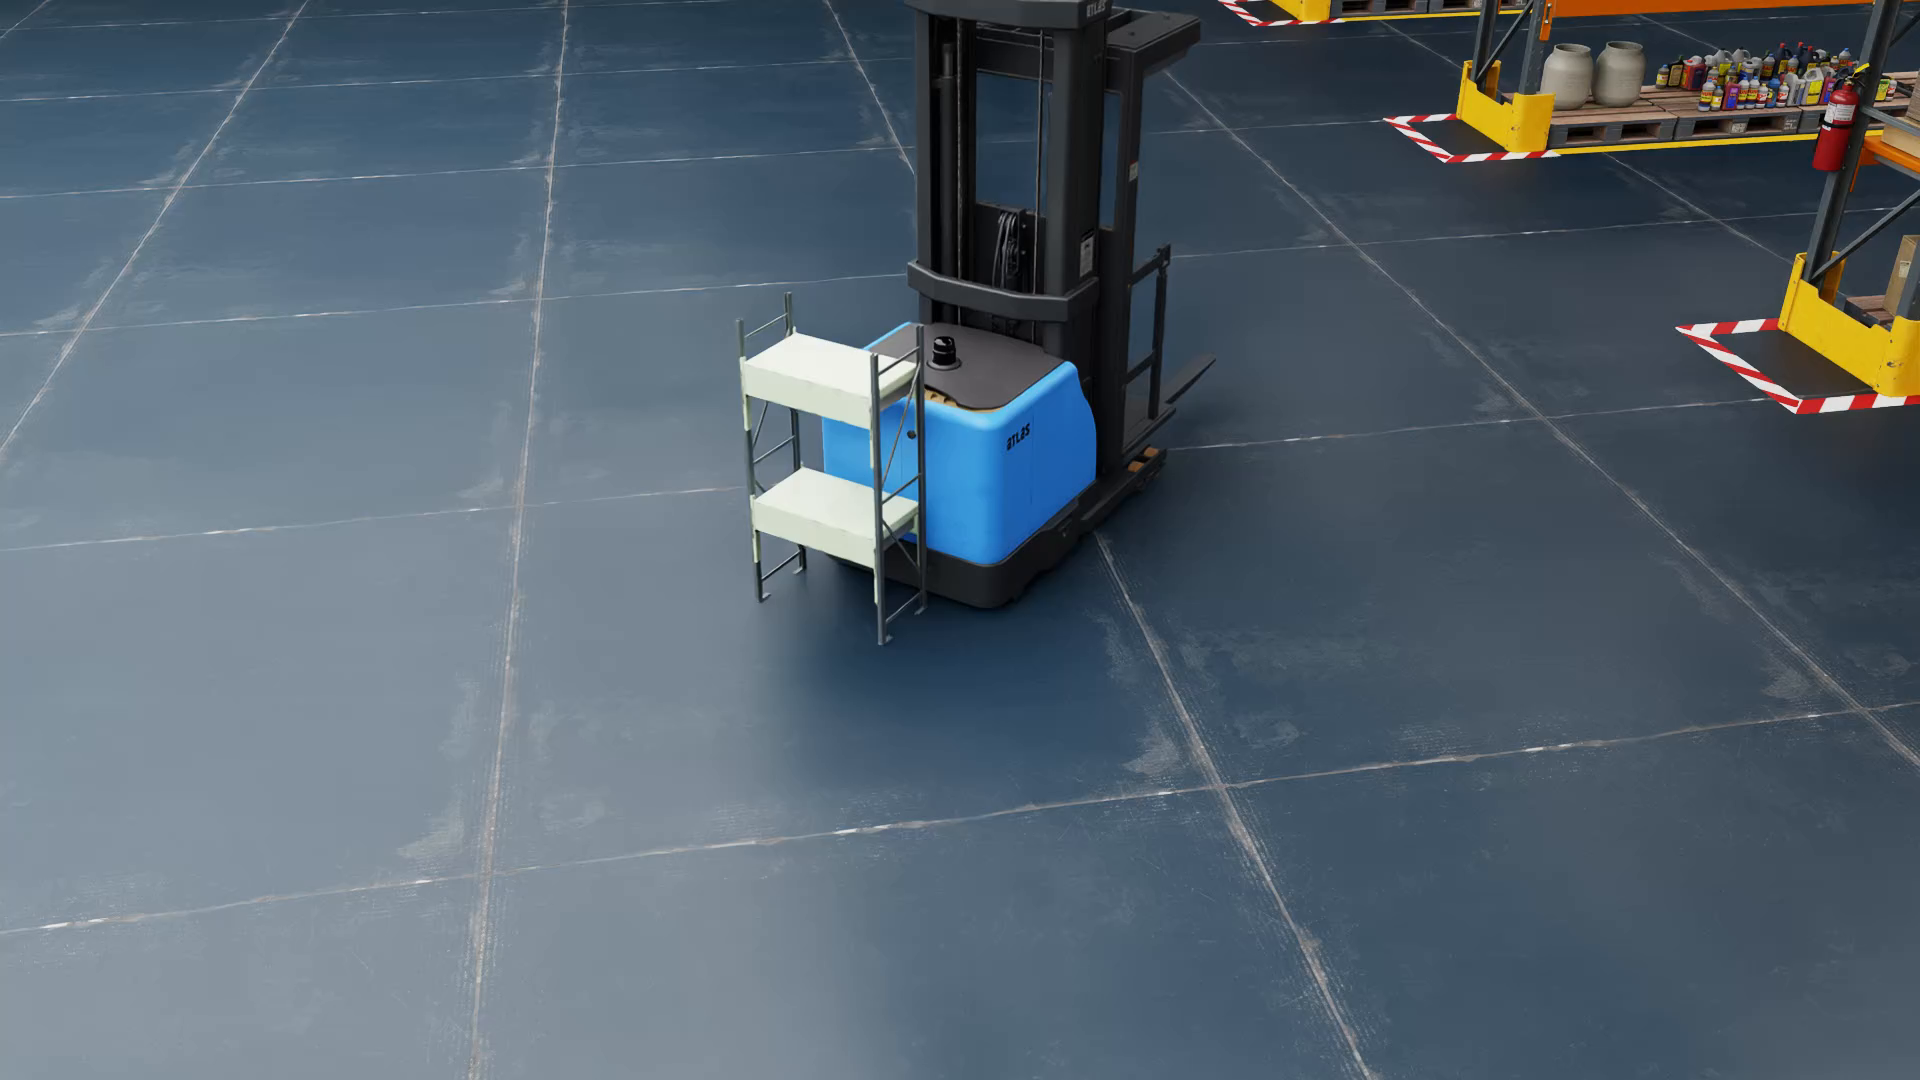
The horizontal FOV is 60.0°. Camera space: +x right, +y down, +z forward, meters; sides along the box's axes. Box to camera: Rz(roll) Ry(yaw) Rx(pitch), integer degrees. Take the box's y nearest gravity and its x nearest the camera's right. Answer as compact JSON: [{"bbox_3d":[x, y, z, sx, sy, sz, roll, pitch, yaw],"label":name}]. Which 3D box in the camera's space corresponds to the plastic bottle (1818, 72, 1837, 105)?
[{"bbox_3d":[7.811,-4.065,14.949,0.133,0.283,0.061,-3,31,-6],"label":"plastic bottle"}]

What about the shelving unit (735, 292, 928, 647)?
[{"bbox_3d":[-0.586,-0.326,7.825,0.755,1.500,0.431,17,35,27],"label":"shelving unit"}]

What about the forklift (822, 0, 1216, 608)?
[{"bbox_3d":[0.507,-1.644,8.655,1.130,2.935,3.031,17,35,27],"label":"forklift"}]

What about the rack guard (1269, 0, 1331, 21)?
[{"bbox_3d":[3.887,-6.327,19.016,0.348,0.500,1.175,-5,31,-9],"label":"rack guard"}]

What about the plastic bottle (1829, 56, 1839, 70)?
[{"bbox_3d":[8.242,-4.465,15.711,0.097,0.201,0.097,0,30,0],"label":"plastic bottle"}]

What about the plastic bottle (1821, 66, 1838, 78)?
[{"bbox_3d":[7.912,-4.169,15.133,0.135,0.276,0.152,-5,31,-9],"label":"plastic bottle"}]

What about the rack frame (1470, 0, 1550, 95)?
[{"bbox_3d":[4.799,-4.936,14.186,0.127,3.000,1.000,-5,31,-9],"label":"rack frame"}]

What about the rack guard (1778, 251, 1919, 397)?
[{"bbox_3d":[5.766,-1.396,10.631,0.348,0.500,1.175,-5,31,-9],"label":"rack guard"}]

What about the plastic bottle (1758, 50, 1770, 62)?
[{"bbox_3d":[7.510,-4.442,15.591,0.133,0.283,0.061,-4,31,-7],"label":"plastic bottle"}]

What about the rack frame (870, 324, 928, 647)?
[{"bbox_3d":[-0.274,-0.229,7.660,0.023,1.500,0.400,17,35,27],"label":"rack frame"}]

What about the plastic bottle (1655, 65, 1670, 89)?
[{"bbox_3d":[6.527,-4.306,15.440,0.097,0.201,0.097,0,30,0],"label":"plastic bottle"}]

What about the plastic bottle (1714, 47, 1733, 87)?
[{"bbox_3d":[7.078,-4.409,15.469,0.185,0.351,0.144,-4,31,-7],"label":"plastic bottle"}]

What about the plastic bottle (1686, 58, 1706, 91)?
[{"bbox_3d":[6.799,-4.298,15.345,0.133,0.283,0.061,-5,31,-9],"label":"plastic bottle"}]

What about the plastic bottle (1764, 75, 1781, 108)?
[{"bbox_3d":[7.274,-4.019,14.883,0.097,0.271,0.097,0,30,0],"label":"plastic bottle"}]

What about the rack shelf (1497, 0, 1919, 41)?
[{"bbox_3d":[6.767,-4.809,14.679,4.000,0.370,1.077,-5,31,-9],"label":"rack shelf"}]

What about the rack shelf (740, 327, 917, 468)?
[{"bbox_3d":[-0.586,-0.663,7.628,0.720,0.370,0.431,17,35,27],"label":"rack shelf"}]

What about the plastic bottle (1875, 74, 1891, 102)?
[{"bbox_3d":[8.320,-4.112,15.029,0.133,0.283,0.061,-4,31,-6],"label":"plastic bottle"}]

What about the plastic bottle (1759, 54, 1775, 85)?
[{"bbox_3d":[7.542,-4.399,15.529,0.097,0.271,0.097,0,30,0],"label":"plastic bottle"}]

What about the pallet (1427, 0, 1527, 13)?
[{"bbox_3d":[5.853,-6.405,19.434,1.213,0.211,1.003,-5,31,-9],"label":"pallet"}]

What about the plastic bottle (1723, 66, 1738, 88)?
[{"bbox_3d":[7.143,-4.289,15.411,0.097,0.201,0.097,0,30,0],"label":"plastic bottle"}]

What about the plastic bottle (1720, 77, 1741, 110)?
[{"bbox_3d":[6.865,-3.977,14.800,0.133,0.283,0.061,-5,31,-8],"label":"plastic bottle"}]

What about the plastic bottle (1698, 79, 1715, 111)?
[{"bbox_3d":[6.639,-3.960,14.783,0.097,0.271,0.097,0,30,0],"label":"plastic bottle"}]

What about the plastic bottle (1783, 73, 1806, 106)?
[{"bbox_3d":[7.485,-4.055,14.939,0.135,0.276,0.152,-5,31,-8],"label":"plastic bottle"}]

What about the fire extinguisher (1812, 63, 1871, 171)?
[{"bbox_3d":[5.496,-2.653,10.379,0.183,0.674,0.296,-5,31,-9],"label":"fire extinguisher"}]

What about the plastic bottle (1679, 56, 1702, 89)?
[{"bbox_3d":[6.780,-4.347,15.437,0.135,0.276,0.152,-5,31,-9],"label":"plastic bottle"}]

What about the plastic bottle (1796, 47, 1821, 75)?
[{"bbox_3d":[7.891,-4.411,15.471,0.185,0.351,0.144,-5,31,-9],"label":"plastic bottle"}]

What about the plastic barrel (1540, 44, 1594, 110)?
[{"bbox_3d":[5.433,-4.143,14.877,0.421,0.512,0.421,0,30,0],"label":"plastic barrel"}]

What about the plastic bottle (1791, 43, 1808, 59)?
[{"bbox_3d":[7.865,-4.482,15.593,0.185,0.351,0.144,-4,31,-8],"label":"plastic bottle"}]

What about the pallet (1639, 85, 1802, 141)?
[{"bbox_3d":[6.863,-3.946,15.252,1.213,0.211,1.003,-5,31,-9],"label":"pallet"}]

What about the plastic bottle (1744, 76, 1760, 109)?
[{"bbox_3d":[7.074,-4.000,14.852,0.097,0.271,0.097,0,30,0],"label":"plastic bottle"}]

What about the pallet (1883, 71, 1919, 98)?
[{"bbox_3d":[9.499,-4.191,15.668,1.213,0.211,1.003,-5,31,-9],"label":"pallet"}]

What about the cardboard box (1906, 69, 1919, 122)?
[{"bbox_3d":[6.237,-2.675,9.947,0.500,0.500,0.875,-5,31,-9],"label":"cardboard box"}]

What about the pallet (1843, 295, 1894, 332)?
[{"bbox_3d":[6.572,-1.328,10.801,1.213,0.211,1.003,-5,31,-9],"label":"pallet"}]

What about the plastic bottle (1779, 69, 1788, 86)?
[{"bbox_3d":[7.466,-4.111,15.028,0.133,0.283,0.061,-5,31,-9],"label":"plastic bottle"}]
